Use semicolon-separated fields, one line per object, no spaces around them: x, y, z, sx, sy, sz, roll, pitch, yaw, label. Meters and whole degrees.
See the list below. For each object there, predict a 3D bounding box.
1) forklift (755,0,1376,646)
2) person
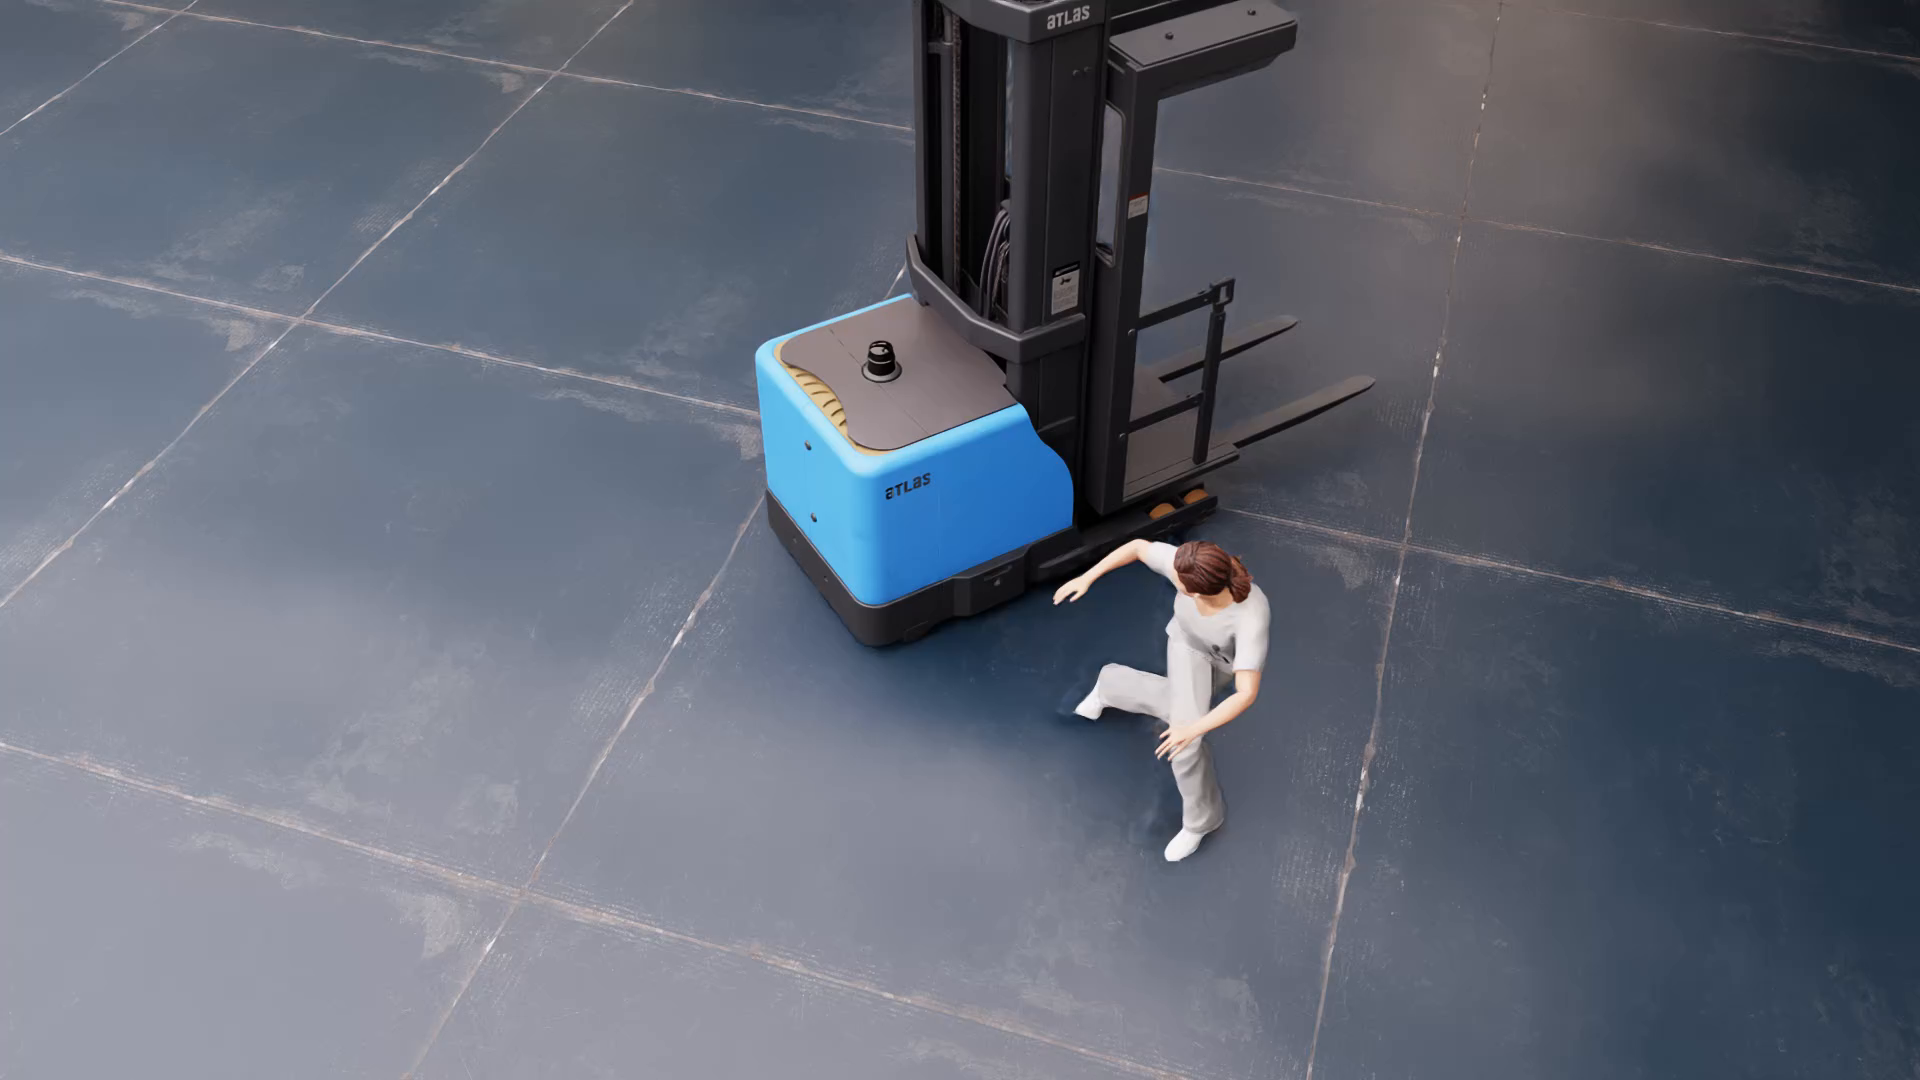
0.627;-1.368;7.160;3.031;2.935;1.130;-22;47;-22;forklift
0.725;0.544;6.290;0.827;1.381;1.040;13;44;13;person
